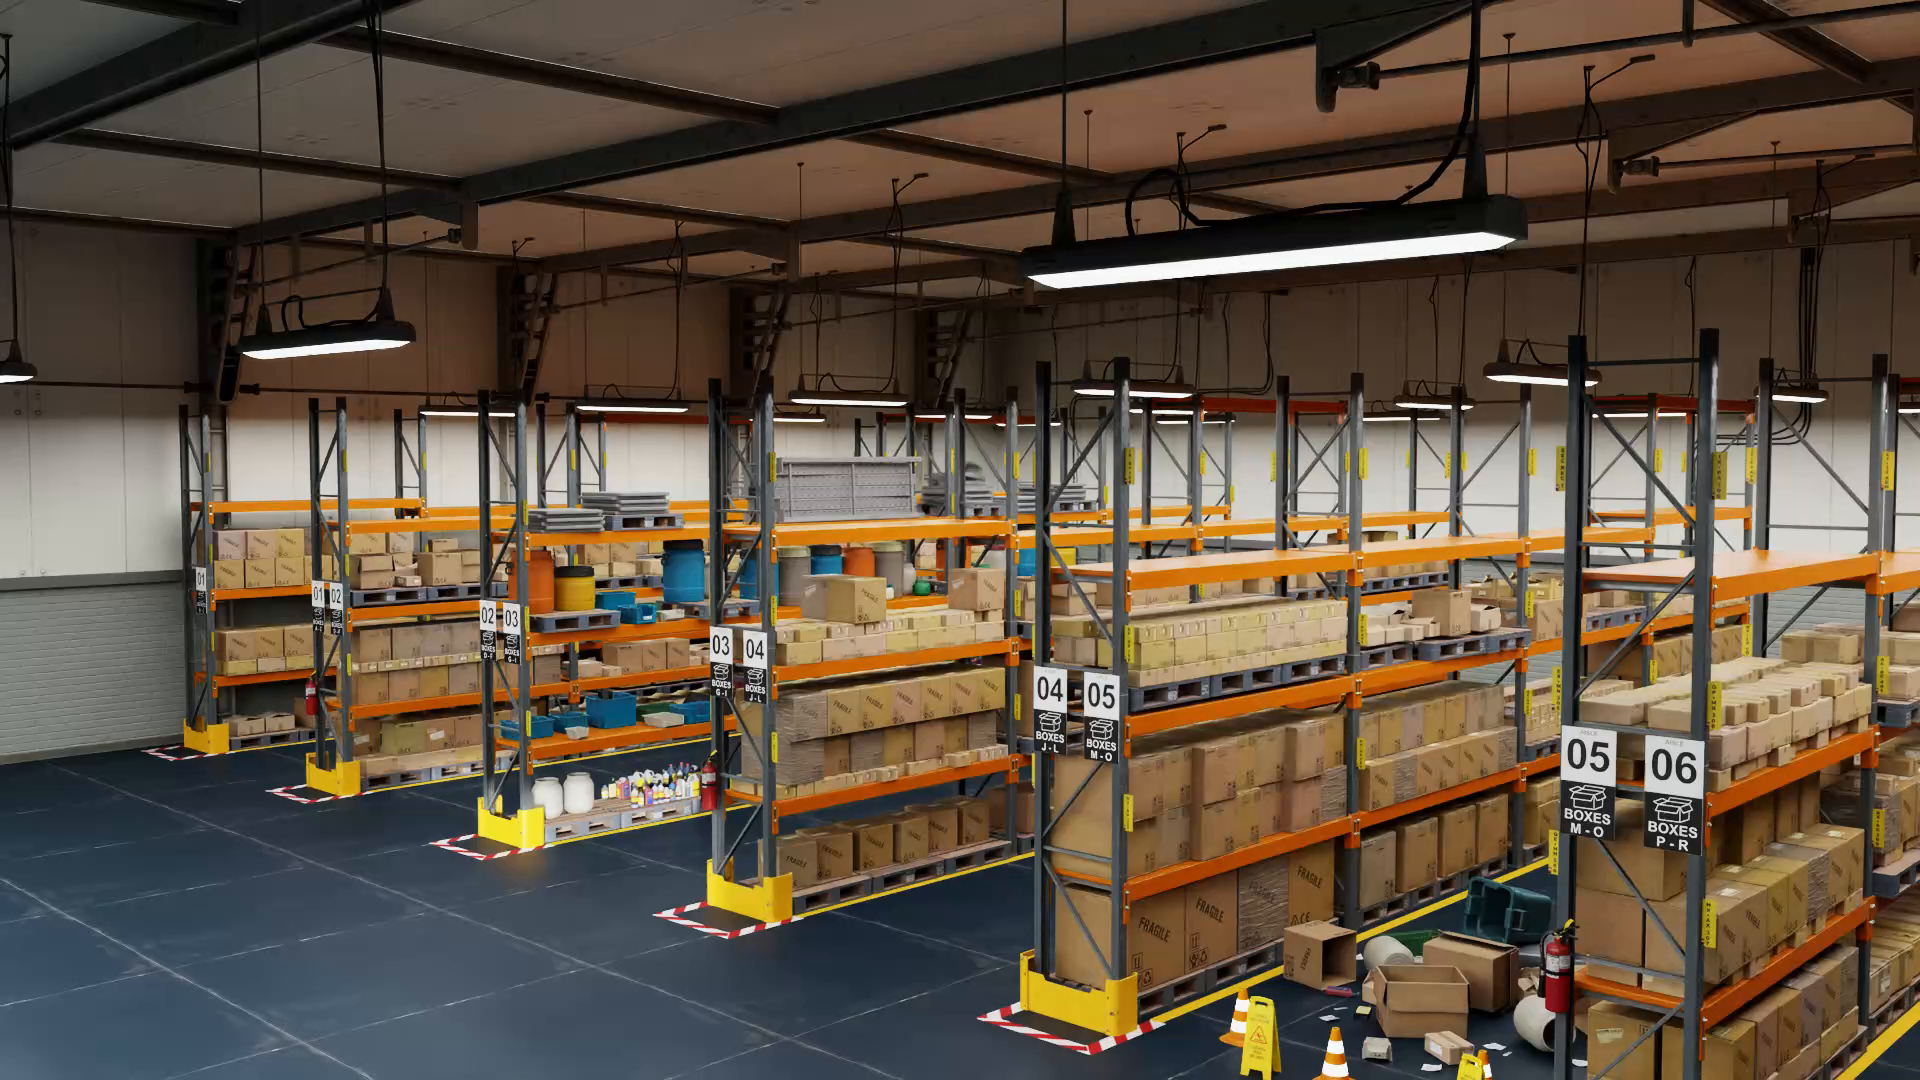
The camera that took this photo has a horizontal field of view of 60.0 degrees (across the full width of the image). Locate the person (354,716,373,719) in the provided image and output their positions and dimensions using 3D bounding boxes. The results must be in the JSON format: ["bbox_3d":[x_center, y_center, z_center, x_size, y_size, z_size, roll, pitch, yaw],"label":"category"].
[{"bbox_3d":[-9.964,2.939,27.801,0.549,1.532,0.511,1,3,22],"label":"person"}]
